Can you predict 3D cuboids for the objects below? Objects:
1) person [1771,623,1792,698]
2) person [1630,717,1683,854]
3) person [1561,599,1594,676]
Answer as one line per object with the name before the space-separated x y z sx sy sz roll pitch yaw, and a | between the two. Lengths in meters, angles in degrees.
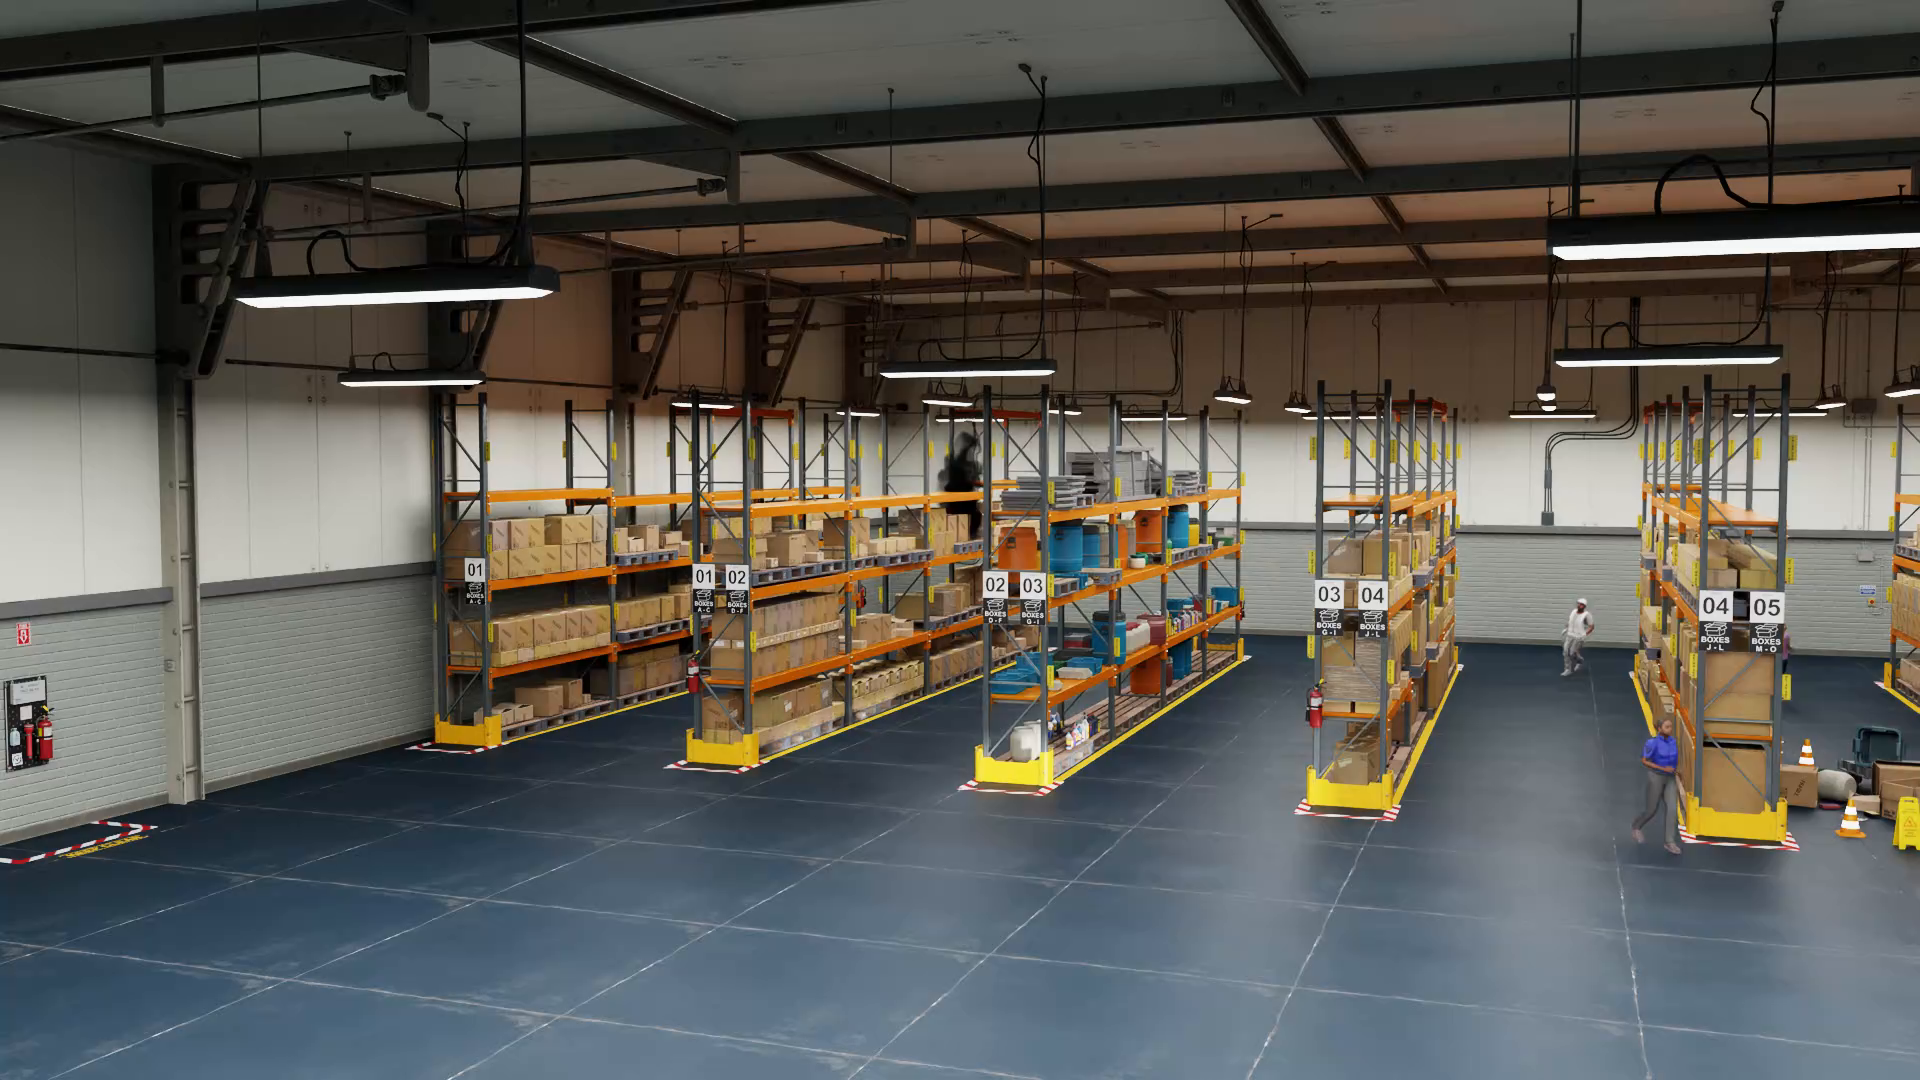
person | 16.525 2.424 33.619 0.516 1.578 0.613 0 3 8
person | 8.817 3.053 20.900 0.604 1.633 0.849 -1 3 -15
person | 13.735 2.172 37.084 0.612 1.741 0.735 -2 4 -31
